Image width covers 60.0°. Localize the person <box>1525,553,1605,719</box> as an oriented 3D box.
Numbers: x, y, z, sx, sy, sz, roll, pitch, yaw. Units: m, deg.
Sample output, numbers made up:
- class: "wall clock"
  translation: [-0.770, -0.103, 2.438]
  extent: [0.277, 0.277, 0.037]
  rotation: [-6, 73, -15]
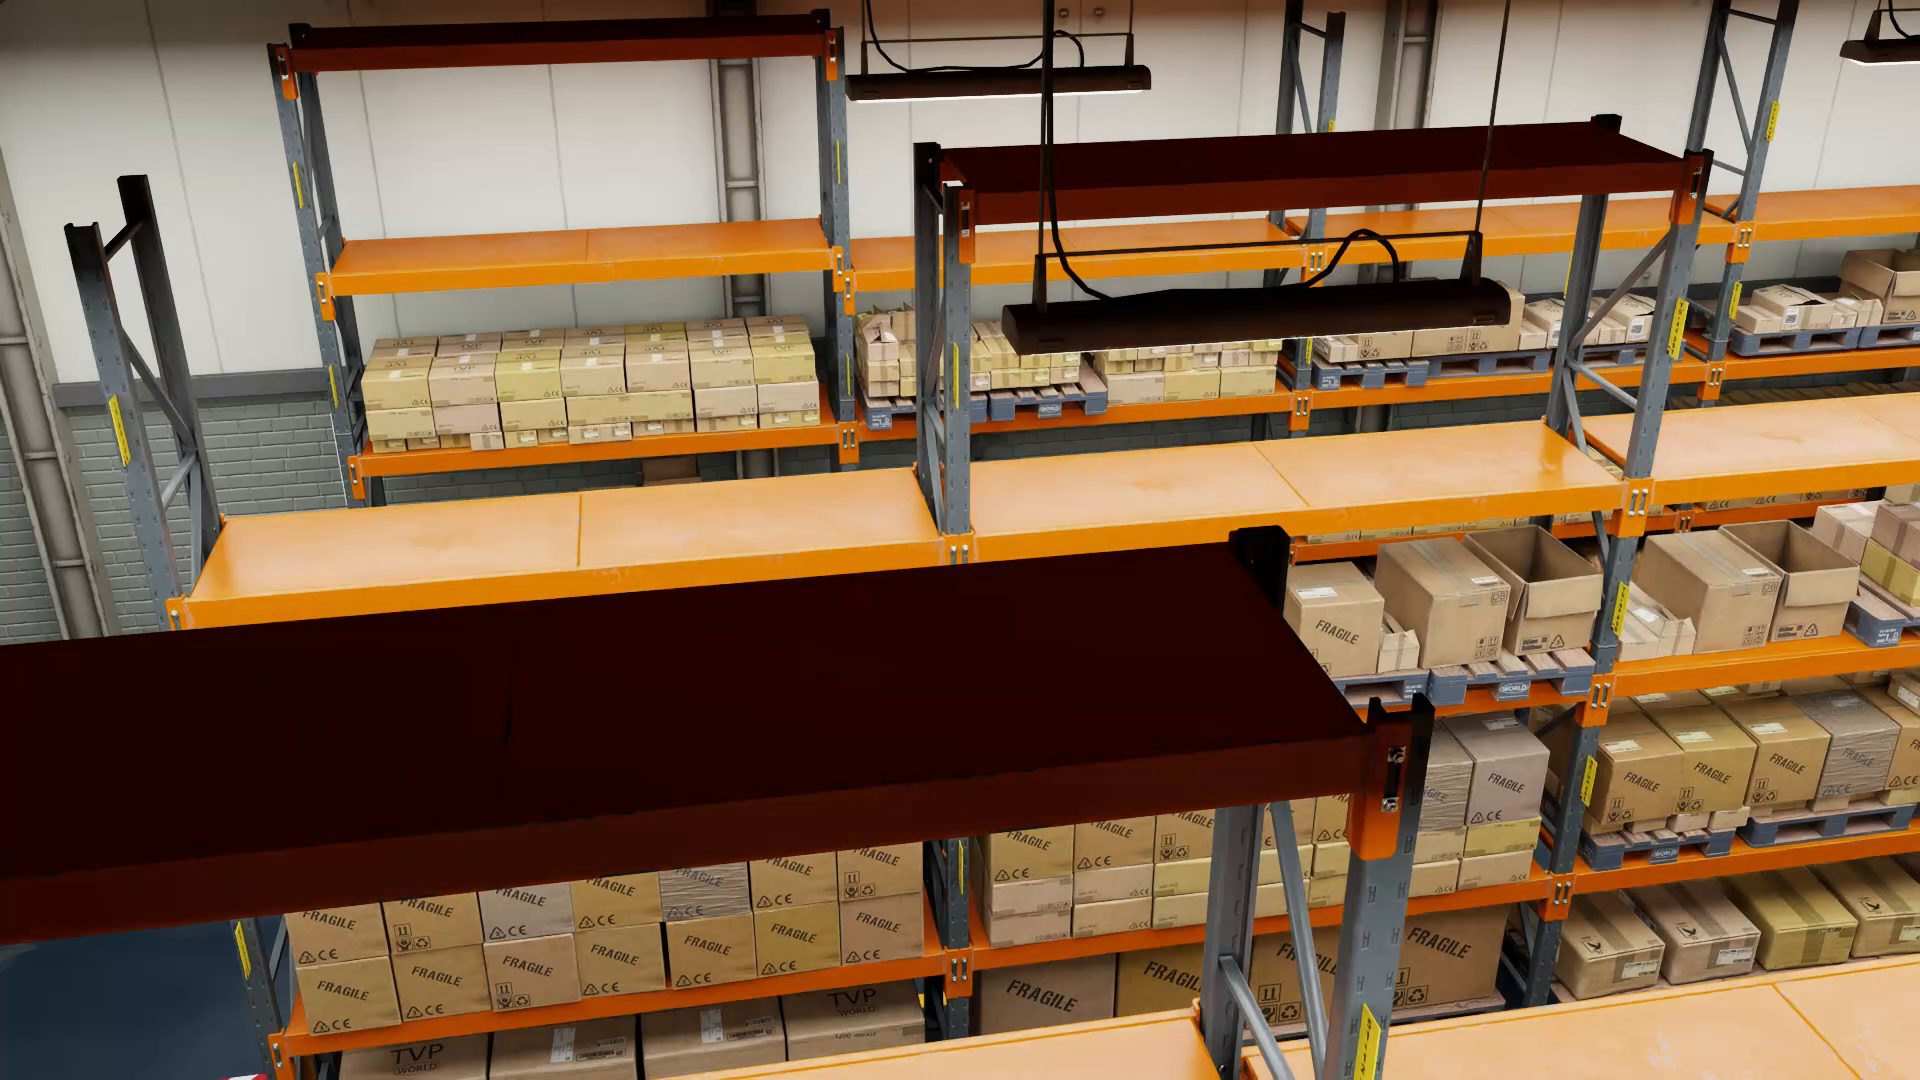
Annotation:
- class: "person"
  translation: [5.533, 0.856, 14.619]
  extent: [0.822, 1.646, 0.470]
  rotation: [-10, 28, -20]
